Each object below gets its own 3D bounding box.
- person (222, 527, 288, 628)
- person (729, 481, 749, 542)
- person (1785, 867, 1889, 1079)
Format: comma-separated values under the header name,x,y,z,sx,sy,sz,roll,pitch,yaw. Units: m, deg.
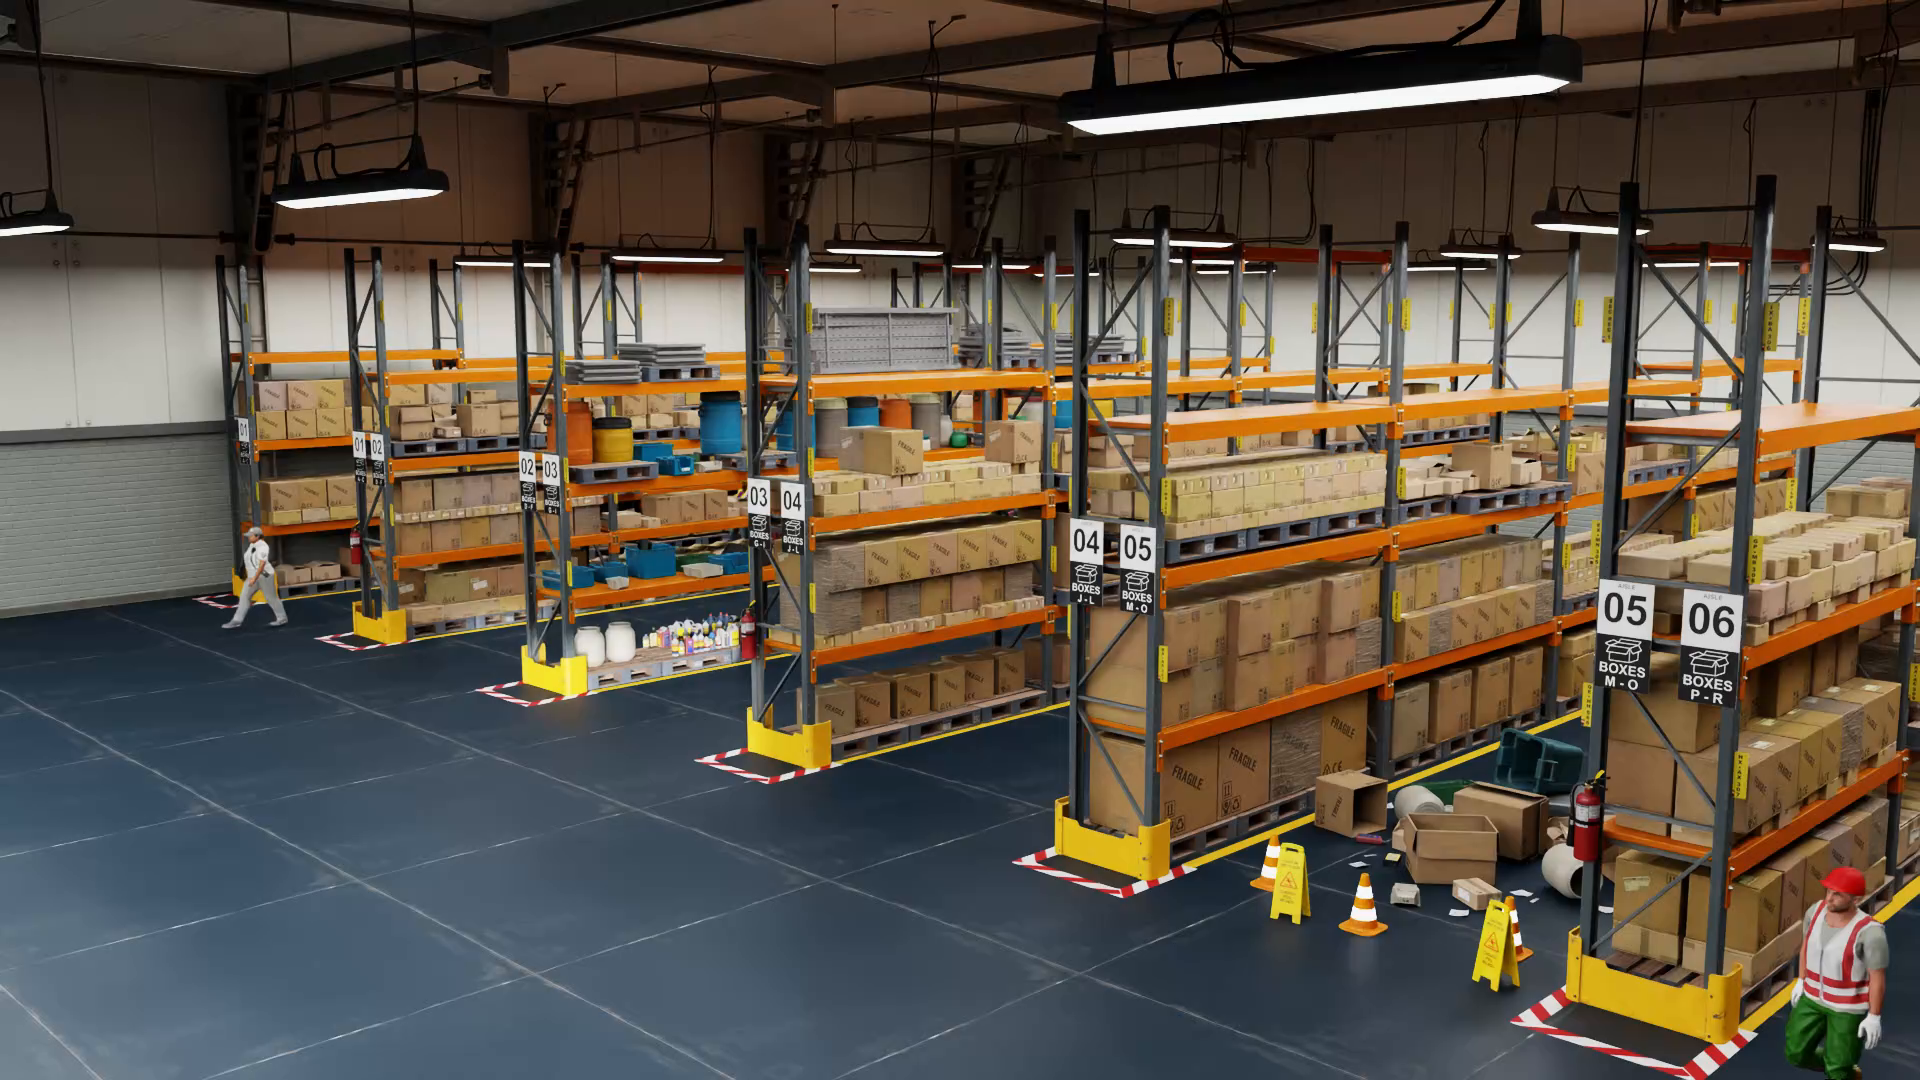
name,x,y,z,sx,sy,sz,roll,pitch,yaw
person,-11.259,0.598,26.509,0.516,1.612,0.941,6,10,36
person,-4.422,-0.401,33.263,0.595,1.788,0.685,7,11,40
person,5.457,2.847,10.245,0.587,1.772,0.627,-4,9,-24
